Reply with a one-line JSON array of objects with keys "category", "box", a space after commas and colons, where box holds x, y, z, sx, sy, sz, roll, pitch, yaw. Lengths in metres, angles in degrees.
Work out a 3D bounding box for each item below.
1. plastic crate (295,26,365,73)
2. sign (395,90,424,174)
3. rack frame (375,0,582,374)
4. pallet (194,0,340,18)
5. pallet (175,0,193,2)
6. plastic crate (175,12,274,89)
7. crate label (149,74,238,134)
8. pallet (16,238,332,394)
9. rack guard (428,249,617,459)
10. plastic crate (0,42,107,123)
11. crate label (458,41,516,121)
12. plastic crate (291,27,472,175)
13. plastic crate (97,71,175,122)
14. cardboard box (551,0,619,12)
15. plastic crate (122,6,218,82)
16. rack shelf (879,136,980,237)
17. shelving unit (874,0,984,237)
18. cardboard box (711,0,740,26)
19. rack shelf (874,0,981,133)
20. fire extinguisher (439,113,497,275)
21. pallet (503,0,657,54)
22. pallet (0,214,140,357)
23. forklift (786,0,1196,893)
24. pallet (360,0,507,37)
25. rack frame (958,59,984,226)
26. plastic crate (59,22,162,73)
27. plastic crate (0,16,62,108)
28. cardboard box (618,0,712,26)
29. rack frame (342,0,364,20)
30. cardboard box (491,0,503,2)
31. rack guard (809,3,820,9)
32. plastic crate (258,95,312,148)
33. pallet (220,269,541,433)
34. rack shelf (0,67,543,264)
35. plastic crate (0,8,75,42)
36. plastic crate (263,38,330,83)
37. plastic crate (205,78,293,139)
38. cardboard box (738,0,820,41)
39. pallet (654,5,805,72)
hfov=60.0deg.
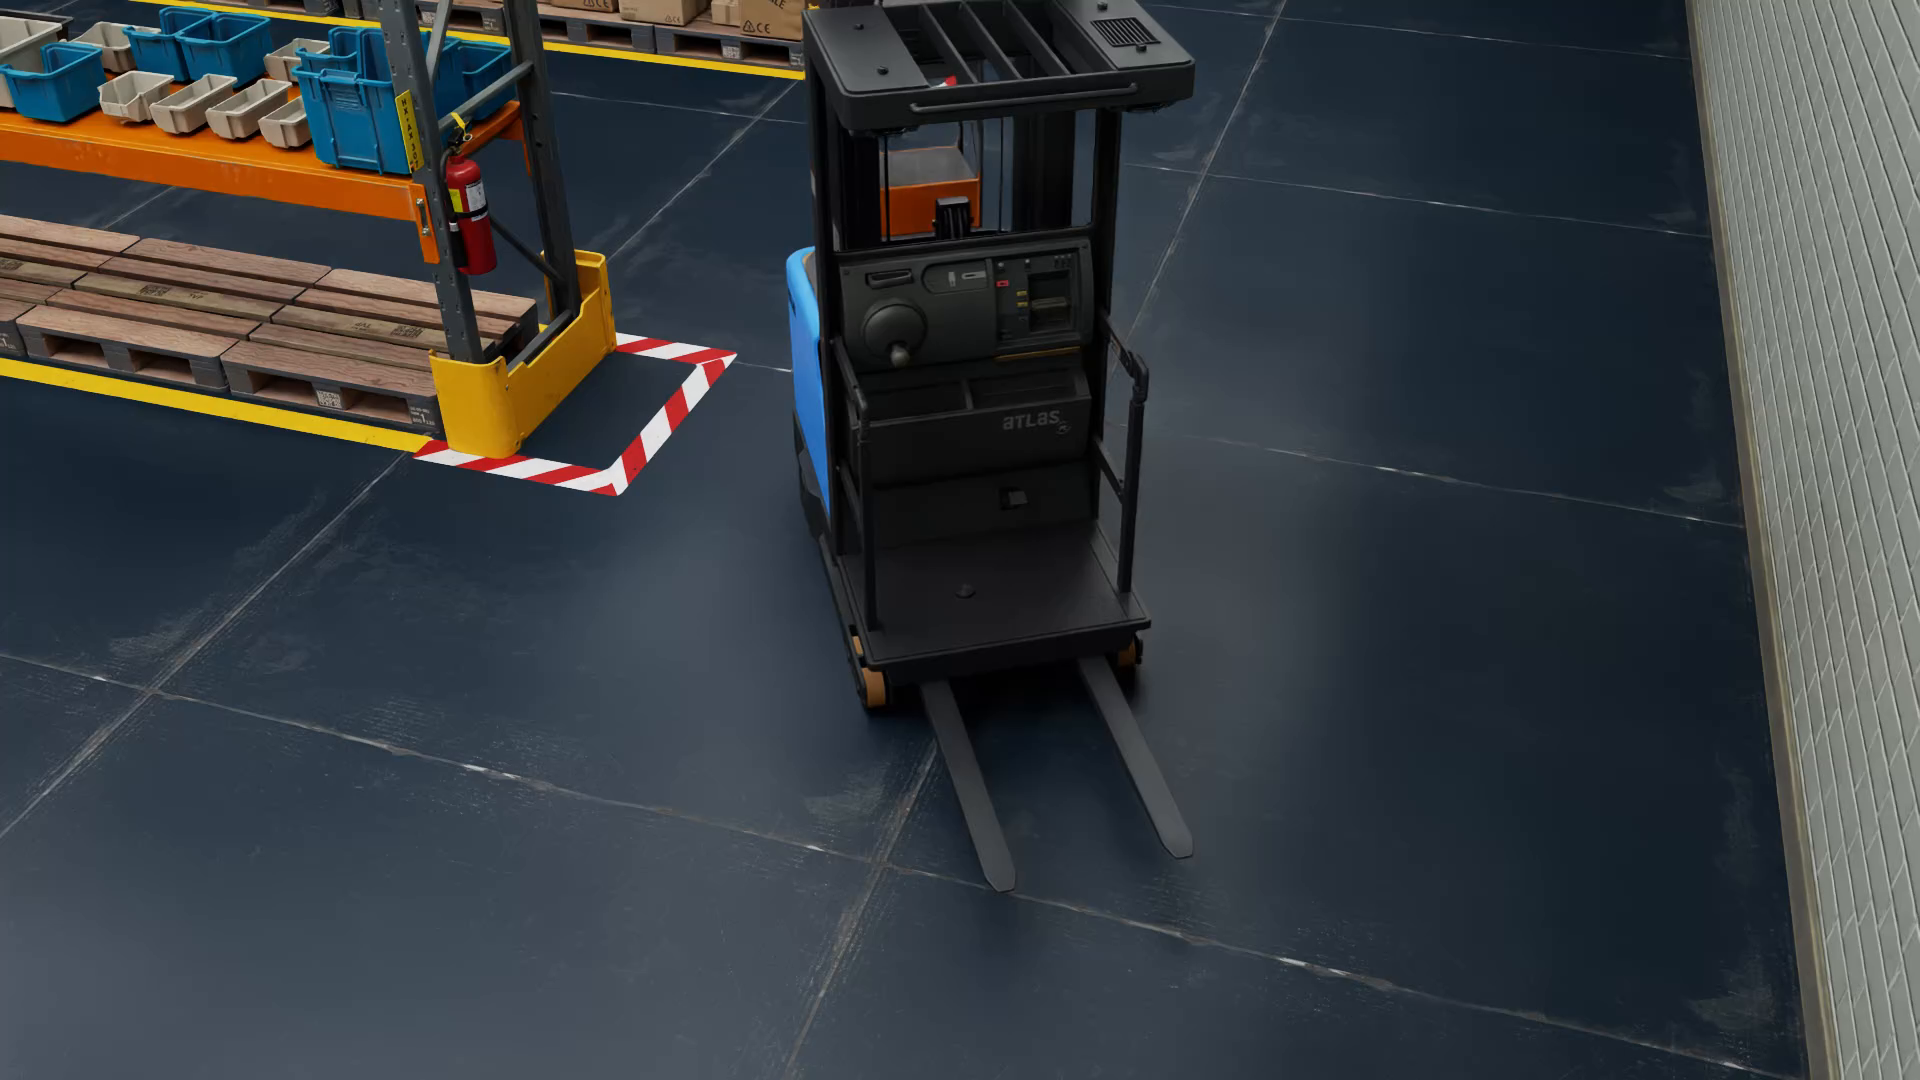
[{"category": "plastic crate", "box": [-2.890, -2.237, 7.849, 0.300, 0.233, 0.416, 10, 38, 14]}, {"category": "sign", "box": [-2.273, -1.685, 6.872, 0.005, 0.325, 0.100, 10, 38, 14]}, {"category": "rack frame", "box": [-2.124, -1.934, 7.347, 0.127, 3.000, 1.000, 10, 38, 14]}, {"category": "pallet", "box": [-5.249, -4.442, 13.107, 1.213, 0.211, 1.003, 10, 38, 14]}, {"category": "pallet", "box": [-6.417, -4.656, 13.399, 1.213, 0.211, 1.003, 10, 38, 14]}, {"category": "plastic crate", "box": [-3.518, -2.353, 8.007, 0.300, 0.233, 0.416, 10, 38, 14]}, {"category": "crate label", "box": [-3.502, -1.988, 7.593, 0.243, 0.136, 0.396, 10, 38, 14]}, {"category": "pallet", "box": [-4.060, -1.195, 8.696, 1.213, 0.211, 1.003, 10, 38, 14]}, {"category": "rack guard", "box": [-2.097, -0.930, 8.092, 0.348, 0.500, 1.175, 10, 38, 14]}, {"category": "plastic crate", "box": [-4.161, -2.108, 7.675, 0.300, 0.233, 0.416, 10, 38, 14]}, {"category": "crate label", "box": [-2.261, -2.120, 7.691, 0.303, 0.233, 0.416, 10, 38, 14]}, {"category": "plastic crate", "box": [-2.499, -1.926, 7.255, 0.499, 0.435, 0.616, 10, 38, 14]}, {"category": "plastic crate", "box": [-3.790, -2.030, 7.649, 0.250, 0.136, 0.298, 10, 38, 14]}, {"category": "cardboard box", "box": [-2.667, -4.285, 12.277, 0.637, 0.503, 0.797, 10, 38, 14]}, {"category": "plastic crate", "box": [-3.805, -2.406, 8.079, 0.300, 0.233, 0.416, 10, 38, 14]}, {"category": "rack shelf", "box": [-0.193, -1.477, 7.508, 0.480, 0.518, 0.431, -8, 37, -11]}, {"category": "shelving unit", "box": [-0.193, -1.488, 7.500, 0.503, 2.100, 0.431, -8, 37, -11]}, {"category": "cardboard box", "box": [-1.596, -3.851, 11.971, 0.250, 0.166, 0.380, 10, 38, 14]}, {"category": "rack shelf", "box": [-0.193, -2.040, 7.093, 0.480, 0.518, 0.431, -8, 37, -11]}, {"category": "fire extinguisher", "box": [-2.116, -1.469, 7.095, 0.183, 0.674, 0.296, 10, 38, 14]}, {"category": "pallet", "box": [-2.638, -3.983, 12.484, 1.213, 0.211, 1.003, 10, 38, 14]}, {"category": "pallet", "box": [-5.229, -1.410, 8.987, 1.213, 0.211, 1.003, 10, 38, 14]}, {"category": "forklift", "box": [0.085, -0.788, 5.848, 1.130, 2.935, 3.031, -8, 37, -11]}, {"category": "pallet", "box": [-3.806, -4.198, 12.775, 1.213, 0.211, 1.003, 10, 38, 14]}, {"category": "rack frame", "box": [0.044, -1.522, 7.547, 0.015, 2.100, 0.400, -8, 37, -11]}, {"category": "plastic crate", "box": [-4.190, -2.421, 8.181, 0.466, 0.136, 0.293, 10, 38, 14]}, {"category": "plastic crate", "box": [-4.539, -2.243, 7.816, 0.530, 0.282, 0.437, 10, 38, 14]}, {"category": "cardboard box", "box": [-2.134, -3.947, 12.031, 0.500, 0.250, 0.500, 10, 38, 14]}, {"category": "rack frame", "box": [-4.461, -5.443, 12.114, 0.127, 3.000, 1.000, 10, 38, 14]}, {"category": "cardboard box", "box": [-3.297, -4.135, 12.357, 0.250, 0.166, 0.380, 10, 38, 14]}, {"category": "rack guard", "box": [-0.716, -3.742, 11.913, 0.348, 0.500, 1.175, 10, 38, 14]}, {"category": "plastic crate", "box": [-2.956, -1.893, 7.464, 0.243, 0.136, 0.396, 10, 38, 14]}, {"category": "pallet", "box": [-2.900, -0.978, 8.401, 1.213, 0.211, 1.003, 10, 38, 14]}, {"category": "rack shelf", "box": [-4.033, -1.997, 8.040, 4.000, 0.370, 1.077, 10, 38, 14]}, {"category": "plastic crate", "box": [-4.794, -2.508, 8.309, 0.590, 0.125, 0.437, 10, 38, 14]}, {"category": "plastic crate", "box": [-3.190, -2.305, 8.023, 0.298, 0.136, 0.250, 10, 38, 14]}, {"category": "plastic crate", "box": [-3.229, -1.953, 7.544, 0.243, 0.136, 0.396, 10, 38, 14]}, {"category": "cardboard box", "box": [-1.236, -3.863, 11.705, 0.500, 0.500, 0.500, 10, 38, 14]}, {"category": "pallet", "box": [-1.477, -3.766, 12.189, 1.213, 0.211, 1.003, 10, 38, 14]}]
